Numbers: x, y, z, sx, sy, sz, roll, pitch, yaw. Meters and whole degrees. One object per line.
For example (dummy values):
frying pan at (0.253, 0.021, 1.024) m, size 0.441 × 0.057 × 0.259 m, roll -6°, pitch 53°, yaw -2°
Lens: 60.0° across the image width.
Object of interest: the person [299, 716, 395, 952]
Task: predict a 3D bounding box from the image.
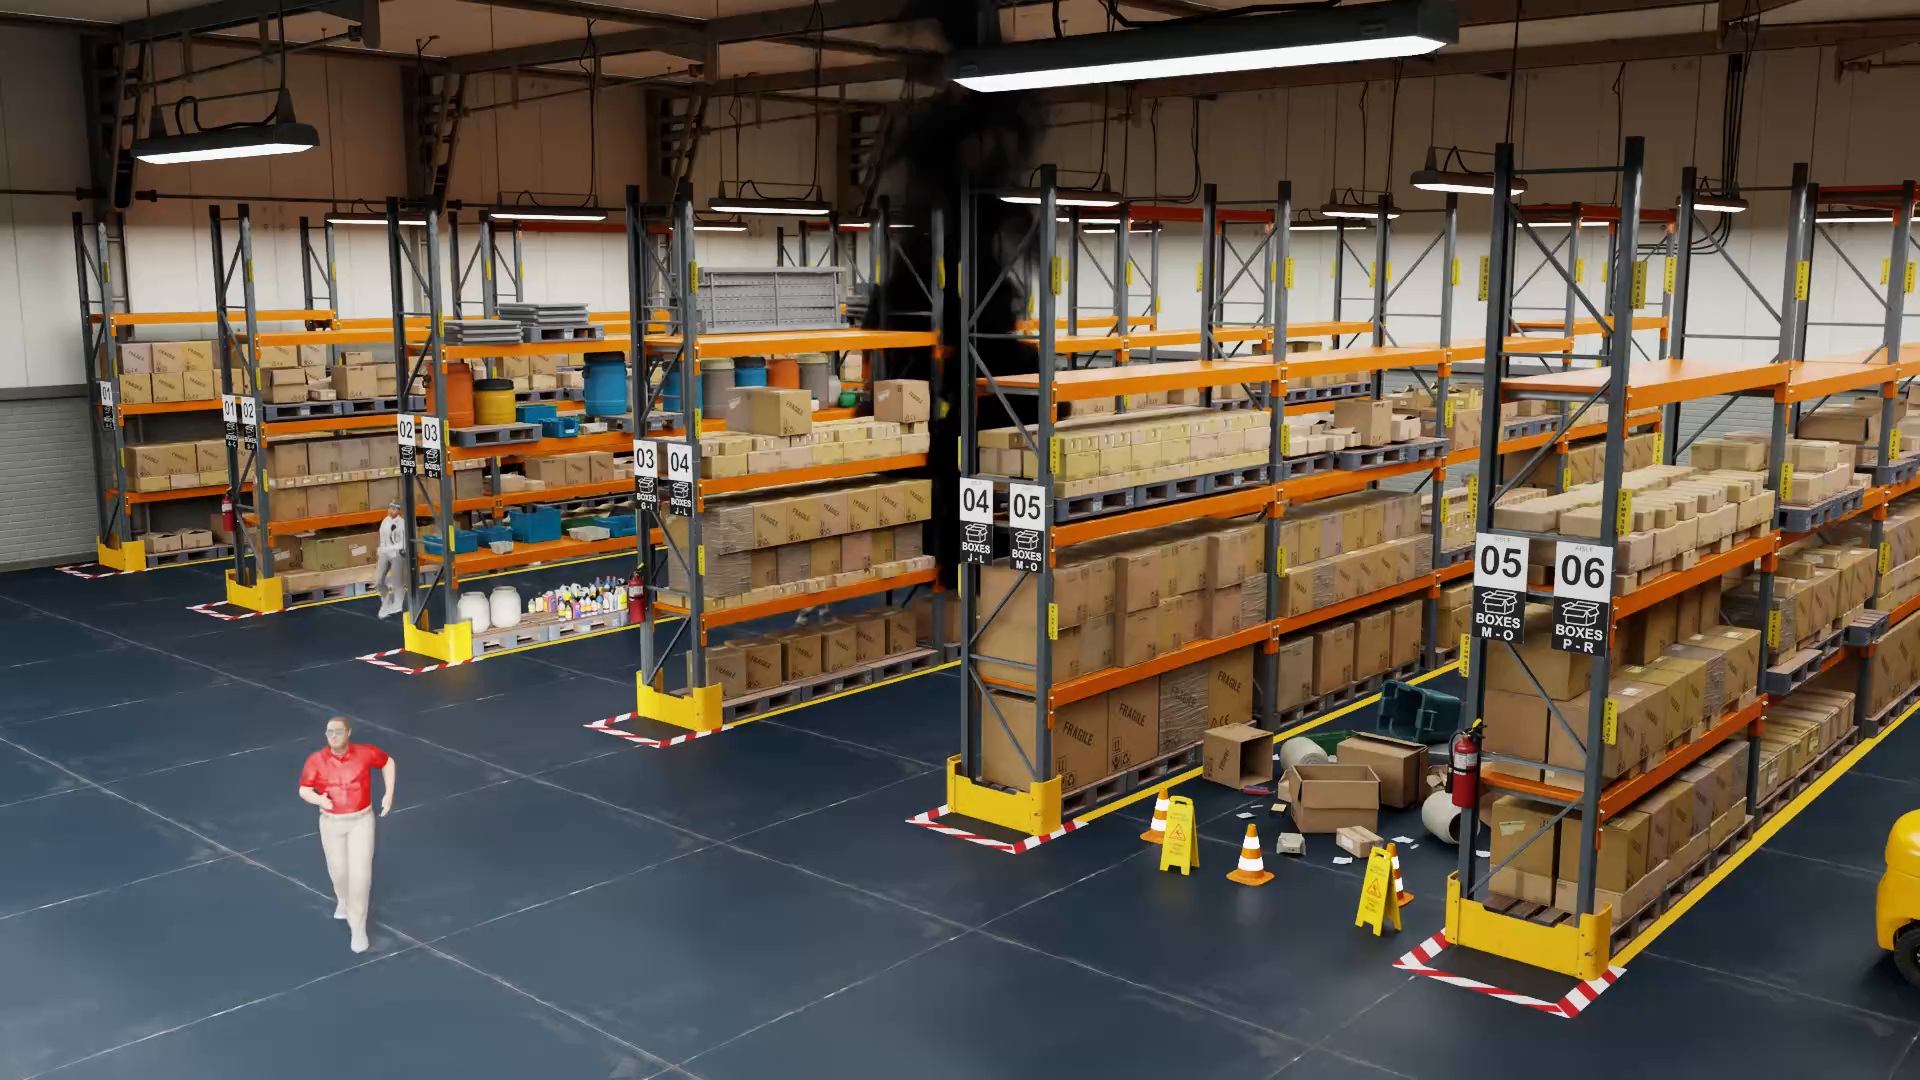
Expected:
person at (-4.730, 2.232, 12.853) m, size 0.670 × 1.776 × 0.822 m, roll -2°, pitch 10°, yaw -11°

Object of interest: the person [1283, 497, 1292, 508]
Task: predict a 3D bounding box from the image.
person at (4.979, 0.062, 25.580) m, size 0.565 × 1.609 × 0.970 m, roll 7°, pitch 12°, yaw 36°

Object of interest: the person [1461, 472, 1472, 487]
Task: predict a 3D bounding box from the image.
person at (8.283, -0.207, 27.093) m, size 0.850 × 1.823 × 0.660 m, roll -9°, pitch 13°, yaw -44°

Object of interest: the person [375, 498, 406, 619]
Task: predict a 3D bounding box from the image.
person at (-7.856, 0.262, 23.050) m, size 0.588 × 1.714 × 0.564 m, roll 3°, pitch 10°, yaw 19°

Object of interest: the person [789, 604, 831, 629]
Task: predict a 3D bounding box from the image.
person at (-2.007, 0.319, 22.099) m, size 0.661 × 1.823 × 0.942 m, roll 6°, pitch 11°, yaw 33°
